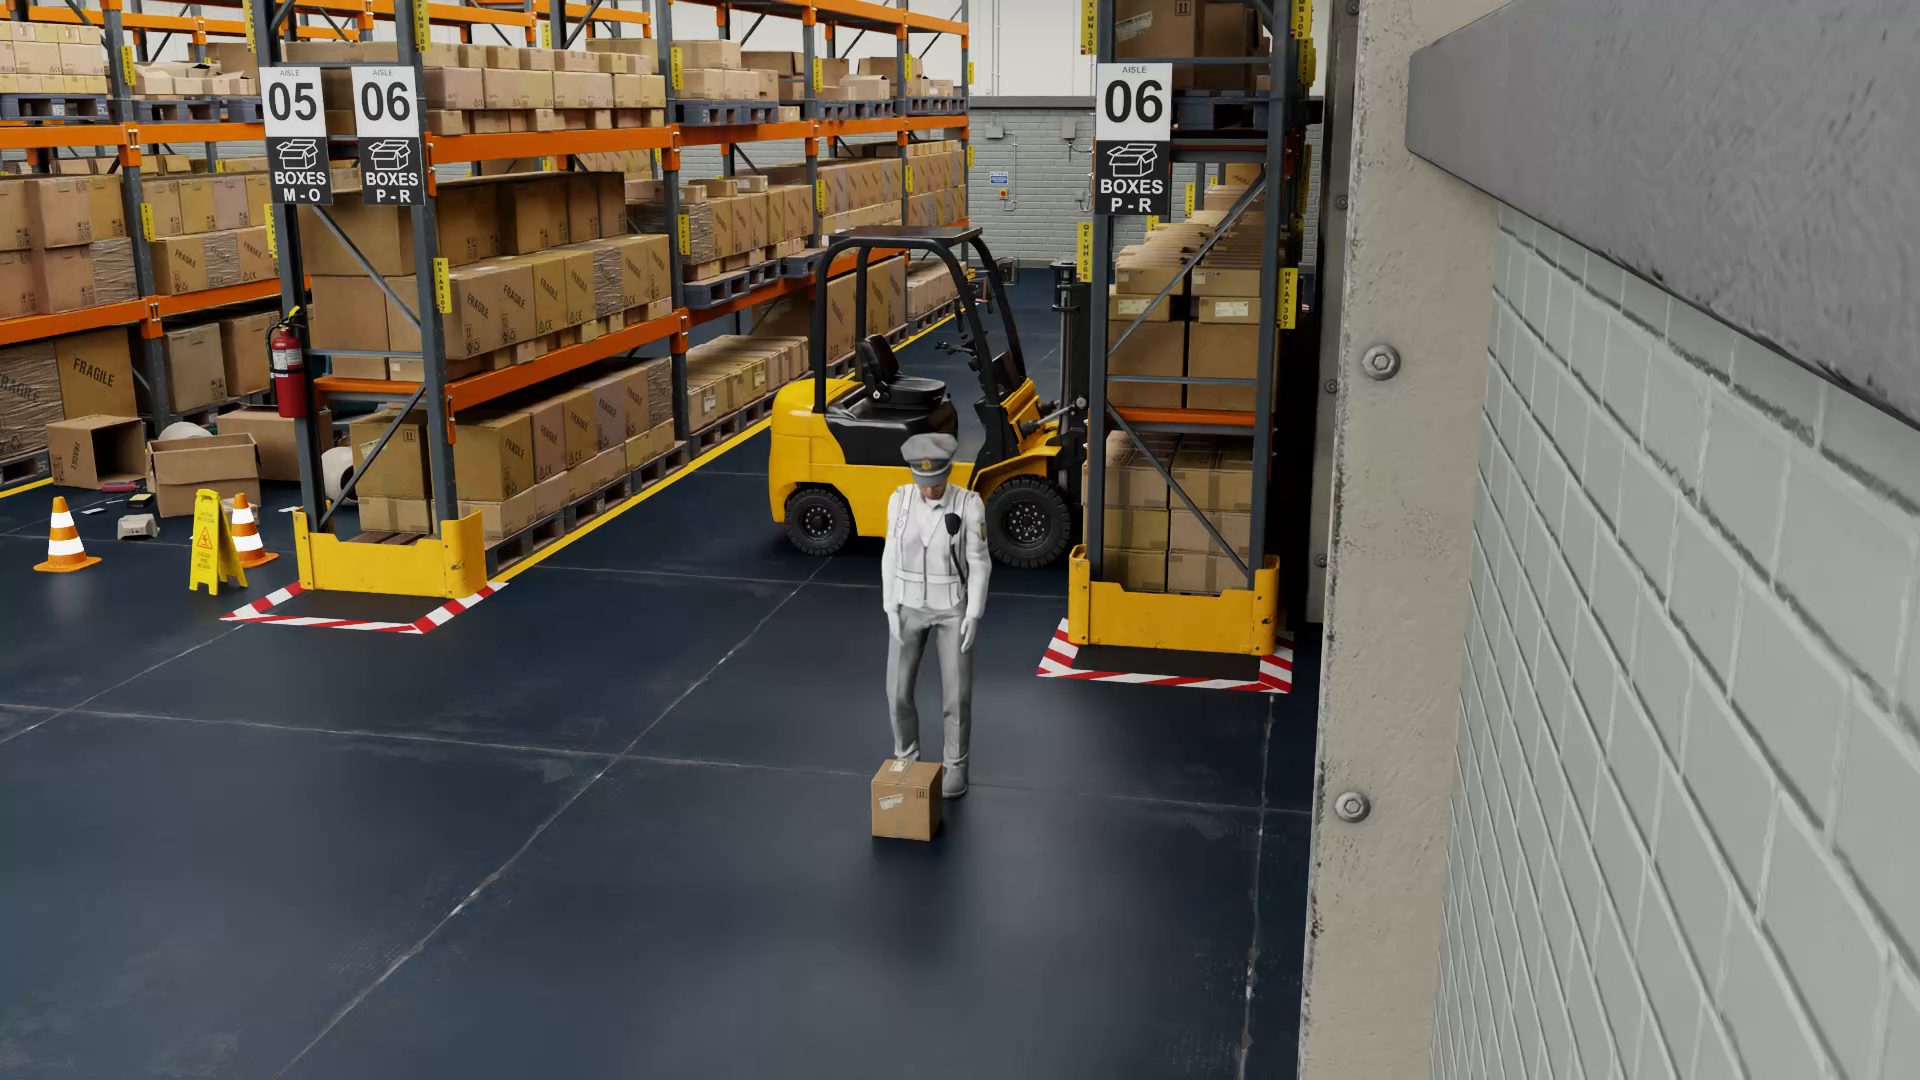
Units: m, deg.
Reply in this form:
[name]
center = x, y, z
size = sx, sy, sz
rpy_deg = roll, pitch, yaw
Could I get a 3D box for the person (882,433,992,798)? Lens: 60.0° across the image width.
[person]
center = -0.108, 0.333, 7.333
size = 0.496, 1.635, 0.428
rpy_deg = 3, 15, 13
